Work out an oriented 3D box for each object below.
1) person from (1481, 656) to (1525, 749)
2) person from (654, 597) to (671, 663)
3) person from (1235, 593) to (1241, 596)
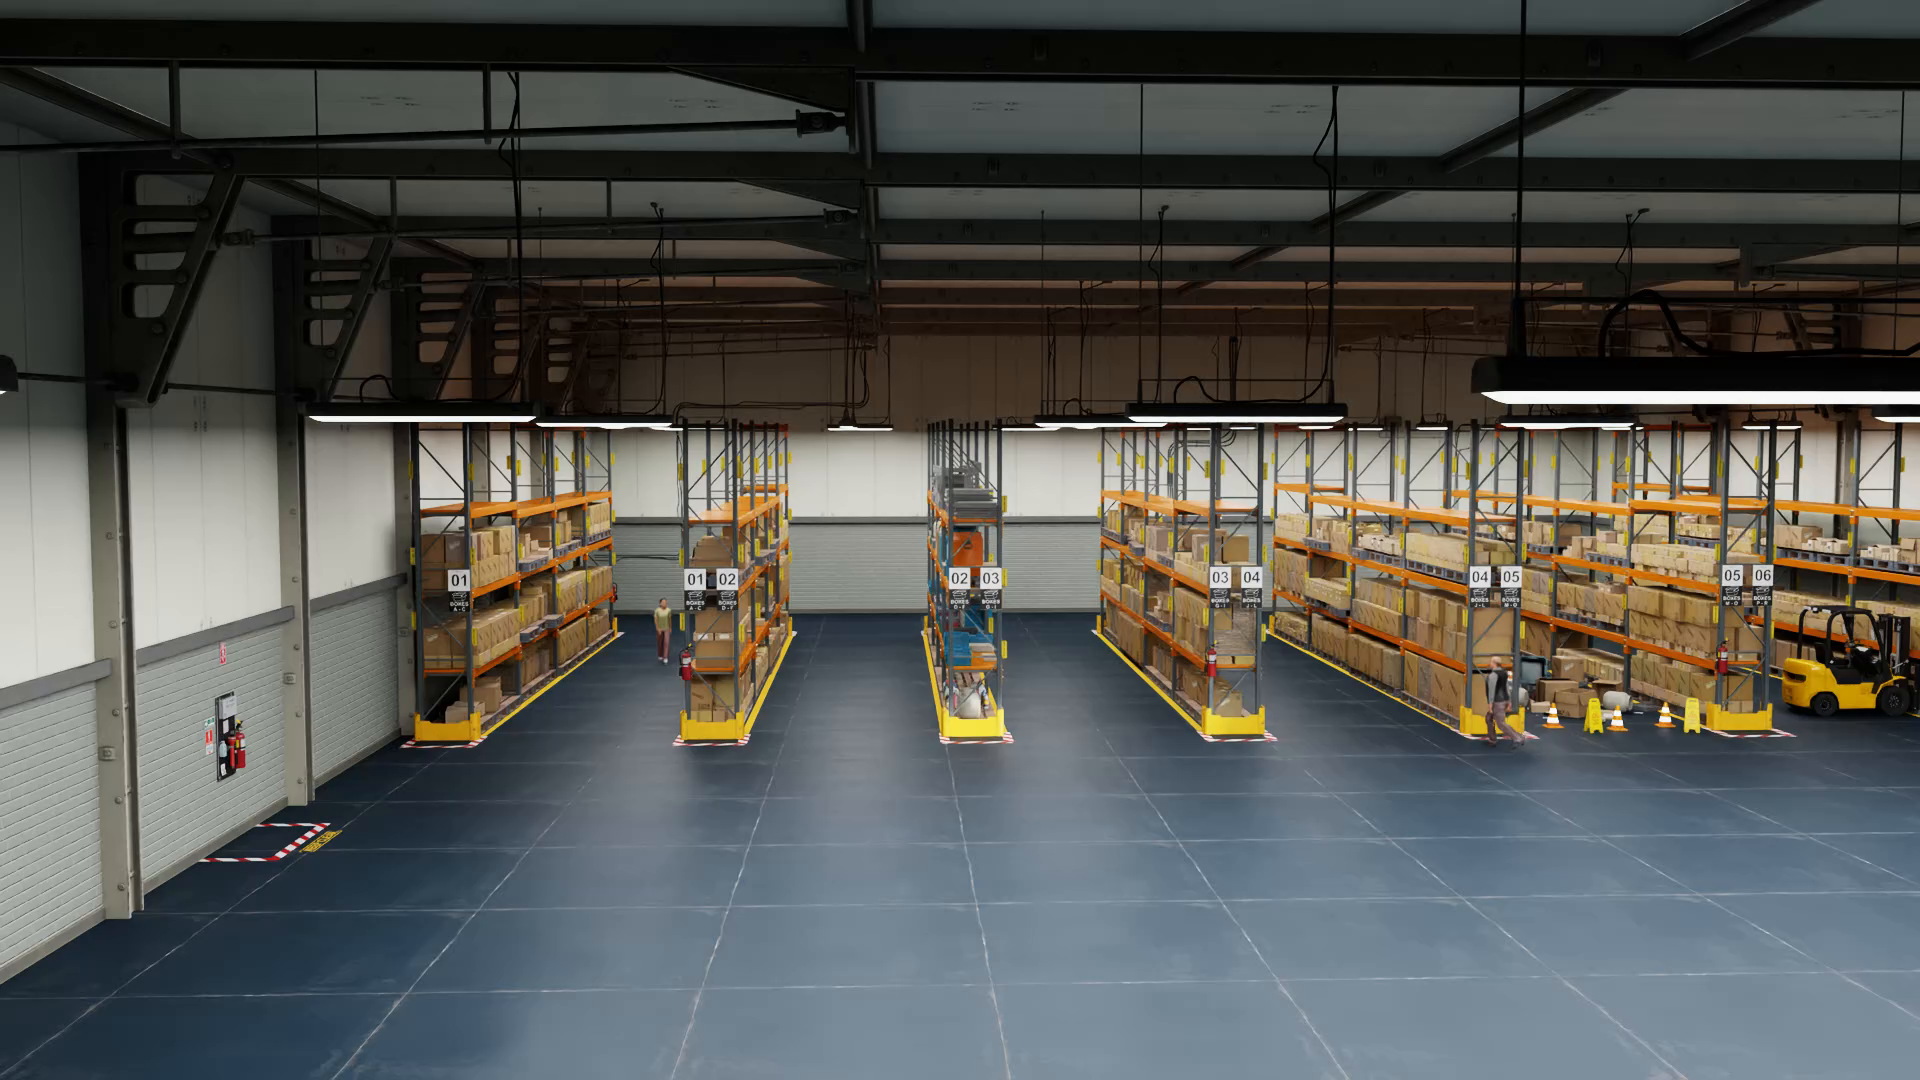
[{"bbox_3d":[9.828,2.957,30.104,0.900,1.672,0.560,3,5,39],"label":"person"},{"bbox_3d":[-7.411,2.240,41.524,0.451,1.607,1.009,-1,4,-16],"label":"person"},{"bbox_3d":[8.250,1.697,49.188,0.627,1.721,0.855,2,4,26],"label":"person"}]
